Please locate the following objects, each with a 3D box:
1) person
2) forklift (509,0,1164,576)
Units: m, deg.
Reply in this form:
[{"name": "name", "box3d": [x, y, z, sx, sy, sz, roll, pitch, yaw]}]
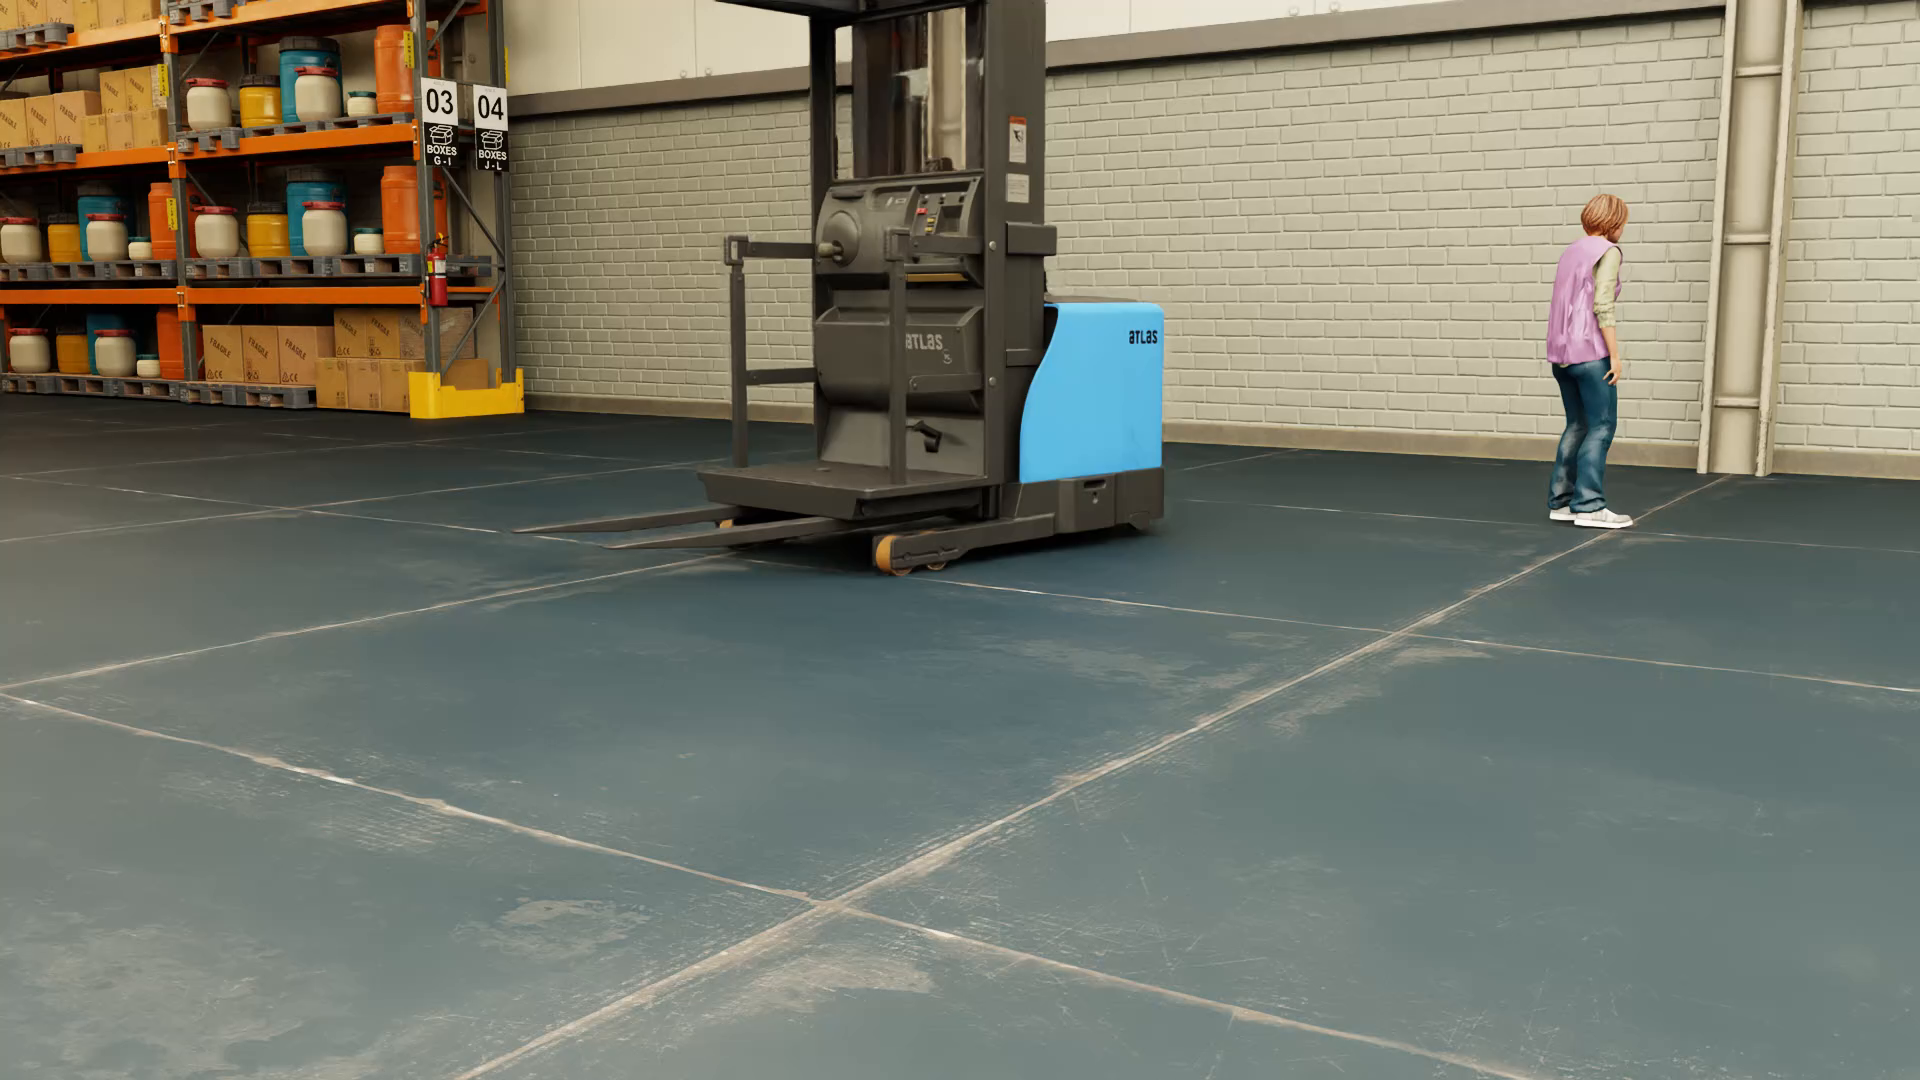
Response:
[{"name": "person", "box3d": [3.037, -0.866, 8.051, 0.348, 1.590, 0.465, -2, 8, -11]}, {"name": "forklift", "box3d": [-0.419, -1.389, 6.957, 1.130, 2.935, 3.031, 8, 11, 43]}]
